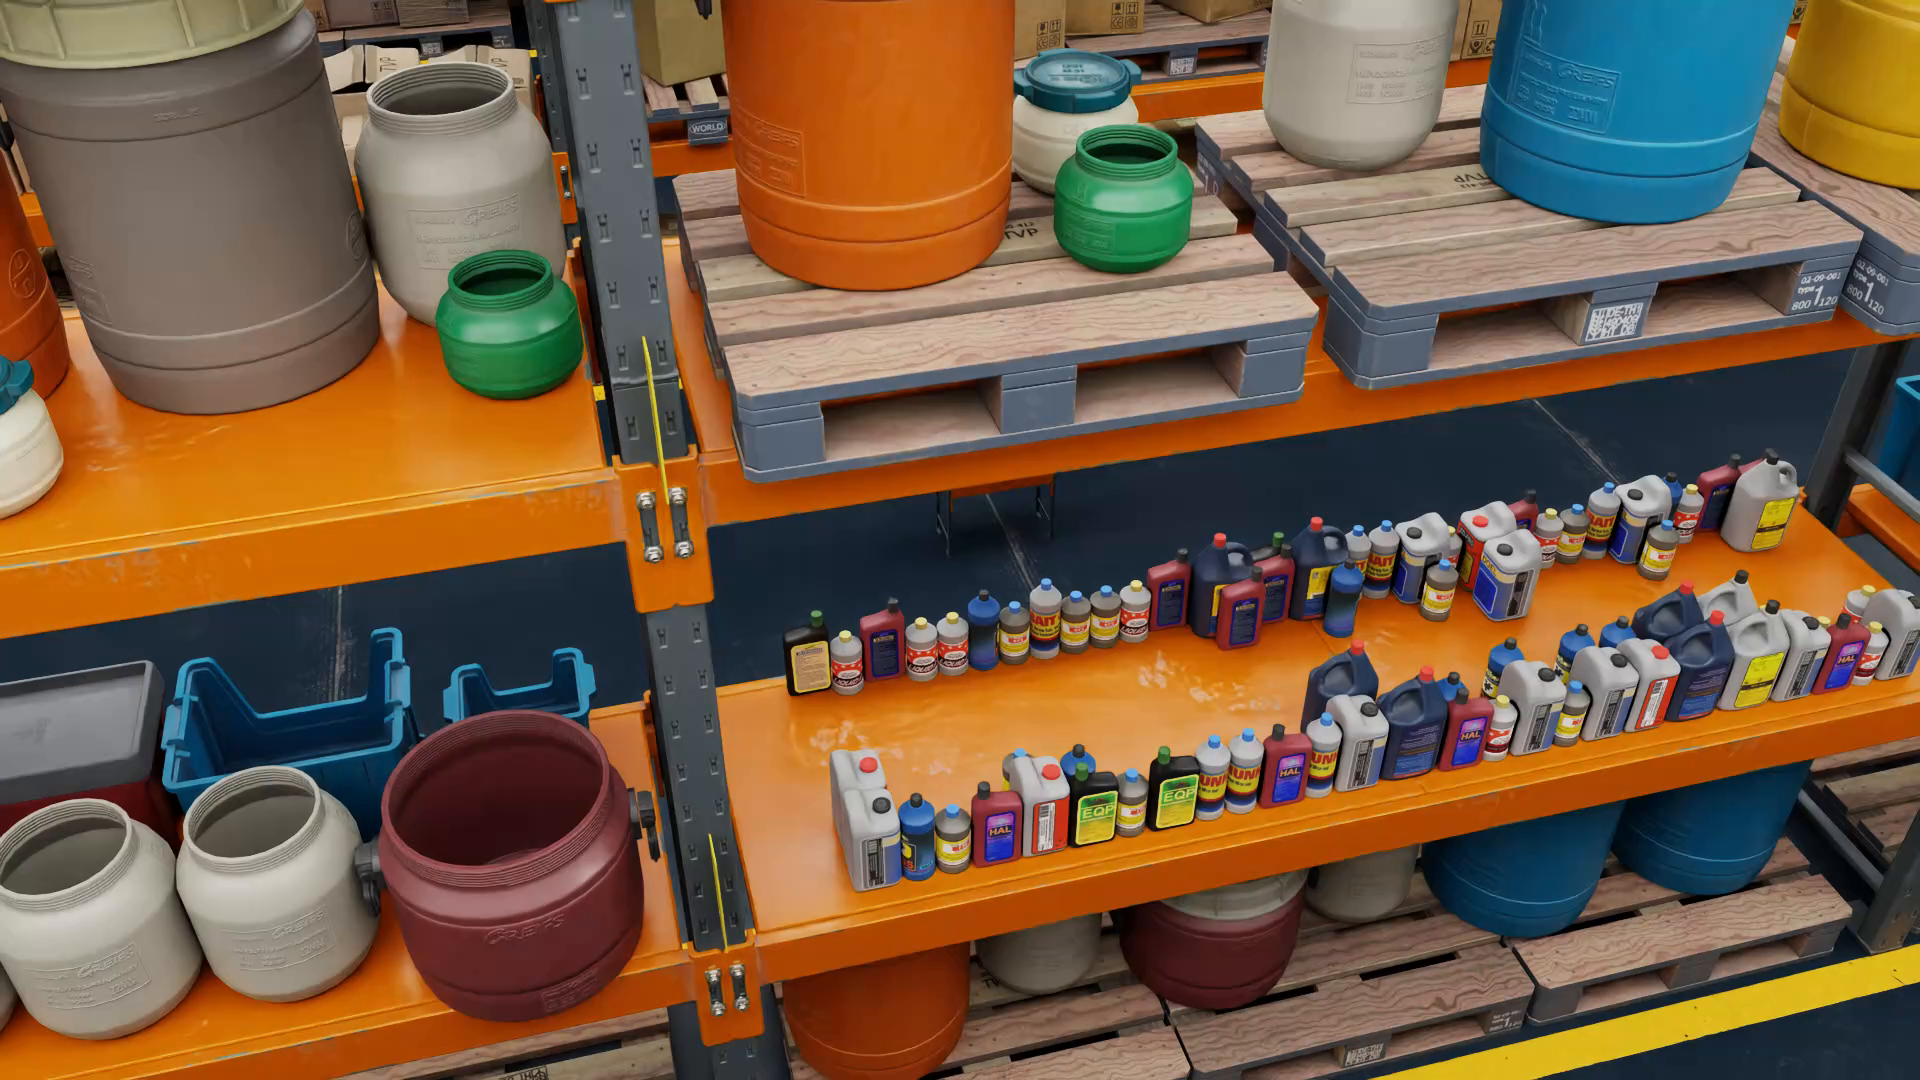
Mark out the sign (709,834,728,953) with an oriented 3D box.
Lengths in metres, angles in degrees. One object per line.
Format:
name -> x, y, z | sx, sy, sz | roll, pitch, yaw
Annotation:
sign -> -0.584, 0.858, 4.025 | 0.005, 0.325, 0.100 | -9, 38, -12

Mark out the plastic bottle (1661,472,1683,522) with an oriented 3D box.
plastic bottle -> 2.333, -0.108, 5.528 | 0.097, 0.271, 0.097 | 0, 37, 0

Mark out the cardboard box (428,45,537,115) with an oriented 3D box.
cardboard box -> -2.385, -2.237, 8.279 | 0.500, 0.311, 0.500 | -7, 38, -9

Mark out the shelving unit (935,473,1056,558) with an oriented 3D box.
shelving unit -> 0.160, -0.503, 7.420 | 0.503, 1.200, 0.258 | -9, 38, -12

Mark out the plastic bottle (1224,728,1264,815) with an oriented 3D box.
plastic bottle -> 0.779, 0.625, 4.570 | 0.097, 0.271, 0.097 | 0, 37, 0

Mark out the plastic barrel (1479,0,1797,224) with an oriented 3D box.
plastic barrel -> 1.519, -1.229, 3.661 | 0.708, 0.901, 0.600 | -9, 38, -12

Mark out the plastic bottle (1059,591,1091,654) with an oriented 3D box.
plastic bottle -> 0.354, 0.245, 5.125 | 0.097, 0.201, 0.097 | 0, 37, 0

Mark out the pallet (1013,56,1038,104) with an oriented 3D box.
pallet -> -0.146, -2.539, 8.758 | 1.213, 0.211, 1.003 | -9, 38, -12

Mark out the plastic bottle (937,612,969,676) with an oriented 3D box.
plastic bottle -> -0.022, 0.307, 5.044 | 0.097, 0.201, 0.097 | 0, 37, 0

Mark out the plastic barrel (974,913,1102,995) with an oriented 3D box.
plastic barrel -> 0.255, 1.194, 5.423 | 0.421, 0.512, 0.421 | 0, 37, 0

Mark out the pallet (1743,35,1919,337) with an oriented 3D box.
pallet -> 2.396, -0.967, 4.232 | 1.003, 0.211, 1.213 | -9, 38, -12

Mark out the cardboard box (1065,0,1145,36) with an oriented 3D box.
cardboard box -> 0.676, -3.055, 8.846 | 0.500, 0.500, 0.700 | -4, 38, -5

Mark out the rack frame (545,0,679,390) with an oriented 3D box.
rack frame -> -0.734, -1.781, 2.672 | 0.127, 3.000, 1.000 | -9, 38, -12

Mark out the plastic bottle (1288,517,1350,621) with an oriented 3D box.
plastic bottle -> 1.120, 0.075, 5.224 | 0.185, 0.351, 0.144 | -9, 38, -12

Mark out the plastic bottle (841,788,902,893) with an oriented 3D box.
plastic bottle -> -0.232, 0.772, 4.374 | 0.135, 0.276, 0.152 | -9, 38, -12

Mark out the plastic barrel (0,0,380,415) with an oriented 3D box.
plastic barrel -> -1.584, -0.786, 3.427 | 0.600, 0.901, 0.600 | 0, 37, 0

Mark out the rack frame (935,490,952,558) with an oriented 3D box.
rack frame -> -0.076, -0.464, 7.369 | 0.015, 1.200, 0.240 | -9, 38, -12

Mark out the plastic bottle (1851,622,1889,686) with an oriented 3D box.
plastic bottle -> 2.726, 0.333, 5.009 | 0.097, 0.201, 0.097 | 0, 37, 0

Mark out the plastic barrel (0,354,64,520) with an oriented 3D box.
plastic barrel -> -1.901, -0.197, 3.183 | 0.301, 0.262, 0.301 | 0, 37, 0

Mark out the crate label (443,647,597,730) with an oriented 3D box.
crate label -> -1.239, 0.515, 4.746 | 0.416, 0.233, 0.303 | -9, 38, -12

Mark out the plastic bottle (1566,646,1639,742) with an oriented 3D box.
plastic bottle -> 1.862, 0.428, 4.823 | 0.135, 0.276, 0.152 | -9, 38, -12

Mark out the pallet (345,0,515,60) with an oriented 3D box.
pallet -> -4.072, -3.979, 12.778 | 1.213, 0.211, 1.003 | -9, 38, -12

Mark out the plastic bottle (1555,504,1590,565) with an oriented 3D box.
plastic bottle -> 2.015, -0.028, 5.481 | 0.097, 0.201, 0.097 | 0, 37, 0

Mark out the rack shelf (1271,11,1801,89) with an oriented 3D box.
rack shelf -> 3.770, -2.969, 9.755 | 4.000, 0.370, 1.077 | -9, 38, -12

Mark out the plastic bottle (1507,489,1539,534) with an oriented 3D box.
plastic bottle -> 1.805, -0.037, 5.426 | 0.133, 0.283, 0.061 | -9, 38, -12

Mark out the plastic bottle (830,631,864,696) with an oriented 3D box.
plastic bottle -> -0.339, 0.359, 4.976 | 0.097, 0.201, 0.097 | 0, 37, 0

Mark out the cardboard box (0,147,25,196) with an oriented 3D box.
cardboard box -> -4.630, -1.906, 7.691 | 0.500, 0.500, 0.500 | -7, 38, -9

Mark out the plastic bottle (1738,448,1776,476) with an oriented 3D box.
plastic bottle -> 2.662, -0.178, 5.610 | 0.133, 0.283, 0.061 | -9, 38, -12

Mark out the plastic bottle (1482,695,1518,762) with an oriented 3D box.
plastic bottle -> 1.533, 0.529, 4.753 | 0.097, 0.201, 0.097 | 0, 37, 0

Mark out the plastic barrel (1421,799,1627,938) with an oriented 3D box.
plastic barrel -> 1.914, 0.823, 5.587 | 0.708, 0.901, 0.600 | -9, 38, -12

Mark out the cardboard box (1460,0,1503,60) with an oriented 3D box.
cardboard box -> 2.896, -2.982, 9.097 | 0.500, 0.500, 0.500 | -9, 38, -11

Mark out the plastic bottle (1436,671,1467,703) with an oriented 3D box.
plastic bottle -> 1.388, 0.487, 4.751 | 0.097, 0.271, 0.097 | 0, 37, 0

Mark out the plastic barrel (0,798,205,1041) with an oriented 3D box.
plastic barrel -> -2.079, 0.912, 3.997 | 0.421, 0.512, 0.421 | 0, 37, 0

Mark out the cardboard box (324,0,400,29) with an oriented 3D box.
cardboard box -> -4.526, -4.233, 12.511 | 0.500, 0.500, 0.700 | -9, 38, -12

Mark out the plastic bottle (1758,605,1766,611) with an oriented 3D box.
plastic bottle -> 2.428, 0.287, 5.070 | 0.097, 0.201, 0.097 | 0, 37, 0

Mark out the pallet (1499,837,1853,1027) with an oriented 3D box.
pallet -> 2.371, 1.173, 6.042 | 1.213, 0.211, 1.003 | -9, 38, -12

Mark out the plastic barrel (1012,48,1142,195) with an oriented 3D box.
plastic barrel -> 0.262, -0.957, 3.832 | 0.301, 0.262, 0.301 | 0, 37, 0

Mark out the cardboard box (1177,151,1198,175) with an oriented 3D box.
cardboard box -> 1.438, -1.874, 9.426 | 0.500, 0.500, 0.500 | -10, 38, -12

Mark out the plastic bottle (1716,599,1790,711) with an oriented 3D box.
plastic bottle -> 2.325, 0.325, 4.897 | 0.185, 0.351, 0.144 | -9, 38, -12

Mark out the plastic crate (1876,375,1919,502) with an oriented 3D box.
plastic crate -> 3.489, -0.324, 5.668 | 0.575, 0.384, 0.392 | -9, 38, -12

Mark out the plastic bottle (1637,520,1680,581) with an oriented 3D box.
plastic bottle -> 2.278, 0.025, 5.412 | 0.097, 0.201, 0.097 | 0, 37, 0

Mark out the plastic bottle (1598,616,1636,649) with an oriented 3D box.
plastic bottle -> 1.941, 0.339, 4.944 | 0.097, 0.271, 0.097 | 0, 37, 0

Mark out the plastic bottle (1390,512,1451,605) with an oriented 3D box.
plastic bottle -> 1.463, 0.050, 5.317 | 0.135, 0.276, 0.152 | -9, 38, -12

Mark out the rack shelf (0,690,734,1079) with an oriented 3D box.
rack shelf -> -2.665, 1.204, 4.299 | 4.000, 0.370, 1.077 | -9, 38, -12

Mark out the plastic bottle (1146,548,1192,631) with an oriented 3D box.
plastic bottle -> 0.648, 0.153, 5.178 | 0.133, 0.283, 0.061 | -9, 38, -12

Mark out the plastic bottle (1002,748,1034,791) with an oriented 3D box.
plastic bottle -> 0.164, 0.658, 4.584 | 0.097, 0.201, 0.097 | 0, 37, 0

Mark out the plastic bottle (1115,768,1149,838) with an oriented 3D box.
plastic bottle -> 0.462, 0.705, 4.523 | 0.097, 0.201, 0.097 | 0, 37, 0

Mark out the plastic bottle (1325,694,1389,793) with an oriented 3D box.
plastic bottle -> 1.106, 0.552, 4.661 | 0.135, 0.276, 0.152 | -9, 38, -12

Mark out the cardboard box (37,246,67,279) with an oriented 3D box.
cardboard box -> -4.585, -1.364, 8.521 | 0.500, 0.311, 0.500 | -9, 38, -12

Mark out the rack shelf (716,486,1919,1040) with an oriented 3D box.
rack shelf -> 1.196, 0.570, 5.128 | 4.000, 0.370, 1.077 | -9, 38, -12

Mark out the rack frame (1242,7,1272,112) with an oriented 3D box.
rack frame -> 1.839, -2.938, 9.122 | 0.127, 3.000, 1.000 | -9, 38, -12

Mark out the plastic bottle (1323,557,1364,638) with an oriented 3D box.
plastic bottle -> 1.194, 0.170, 5.165 | 0.097, 0.271, 0.097 | 0, 37, 0

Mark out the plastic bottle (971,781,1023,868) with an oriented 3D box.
plastic bottle -> 0.097, 0.744, 4.405 | 0.133, 0.283, 0.061 | -9, 38, -12
